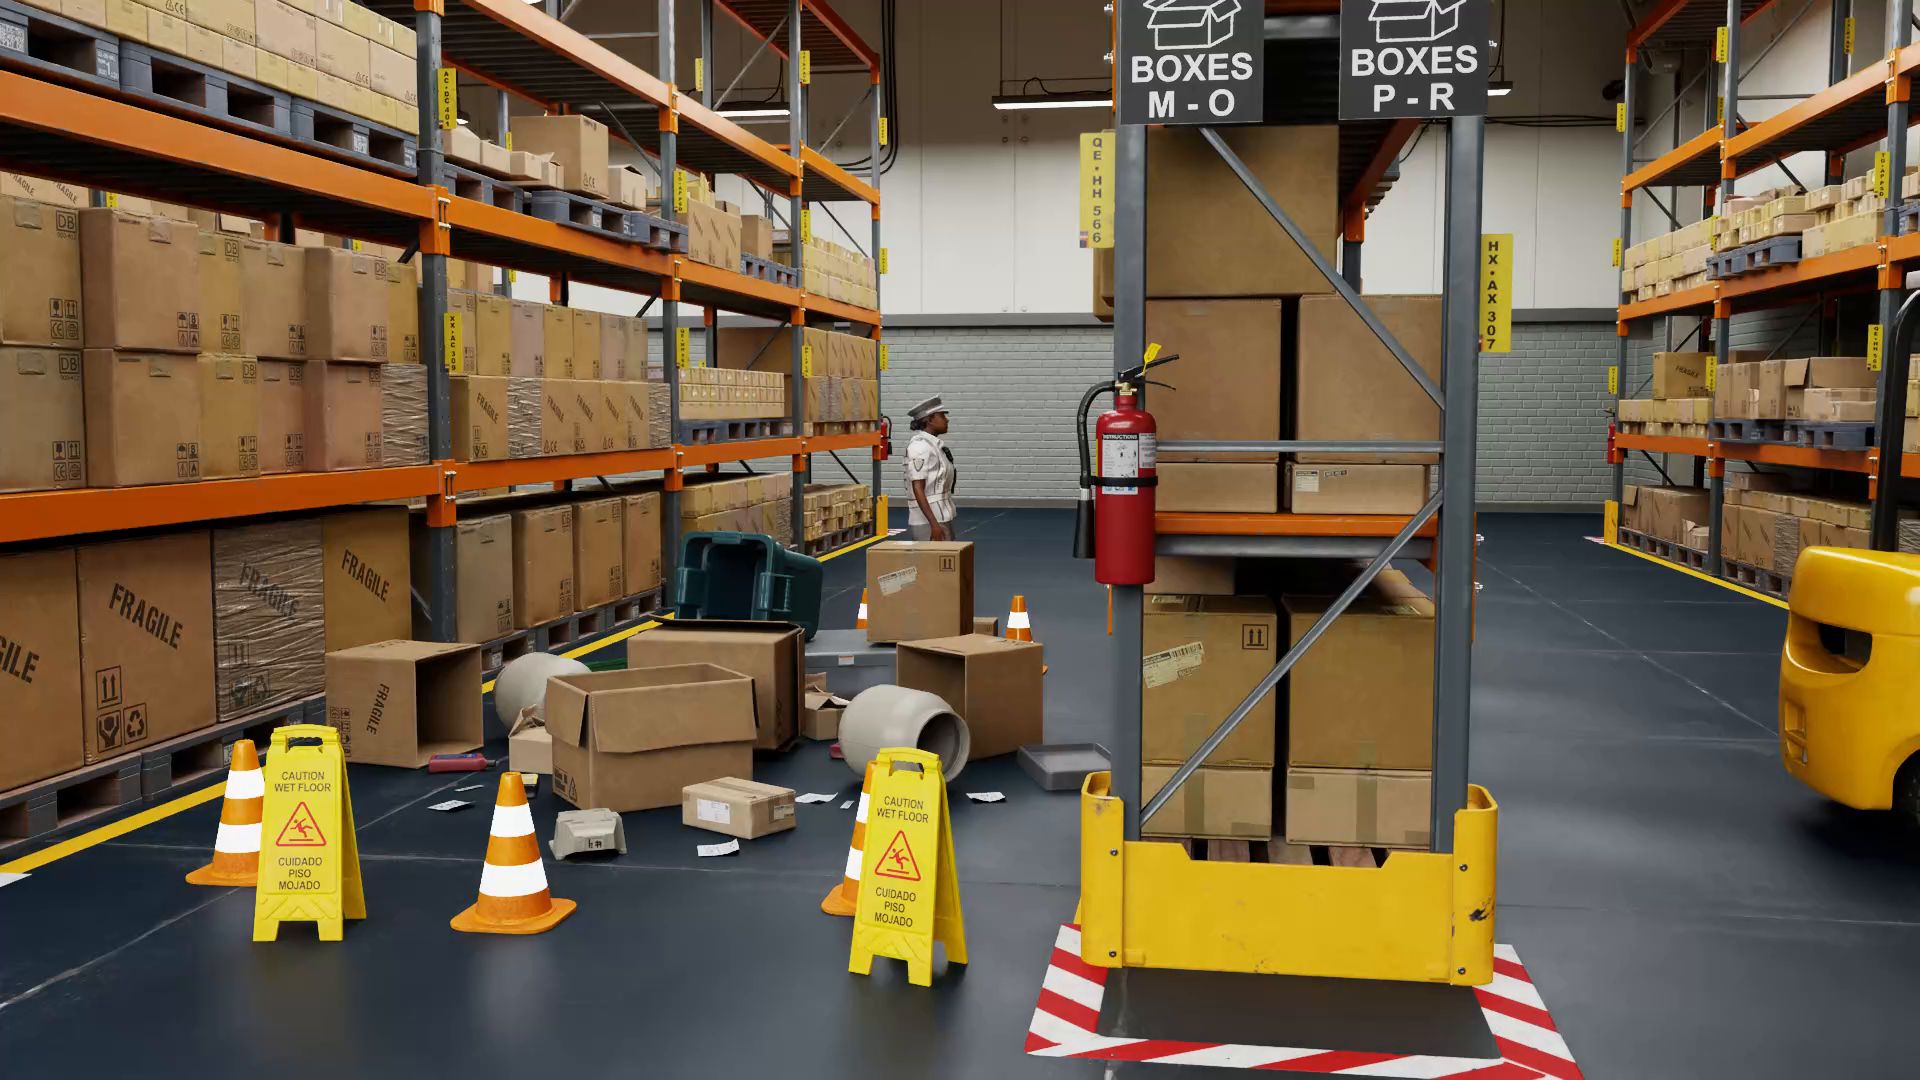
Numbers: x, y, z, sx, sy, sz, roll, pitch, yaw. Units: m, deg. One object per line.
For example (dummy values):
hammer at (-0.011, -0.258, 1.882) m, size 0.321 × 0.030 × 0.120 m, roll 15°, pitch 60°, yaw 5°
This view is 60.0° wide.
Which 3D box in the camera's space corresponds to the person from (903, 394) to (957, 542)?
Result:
person at (-0.100, -0.088, 10.675) m, size 0.529 × 1.694 × 0.568 m, roll 1°, pitch 5°, yaw 9°
